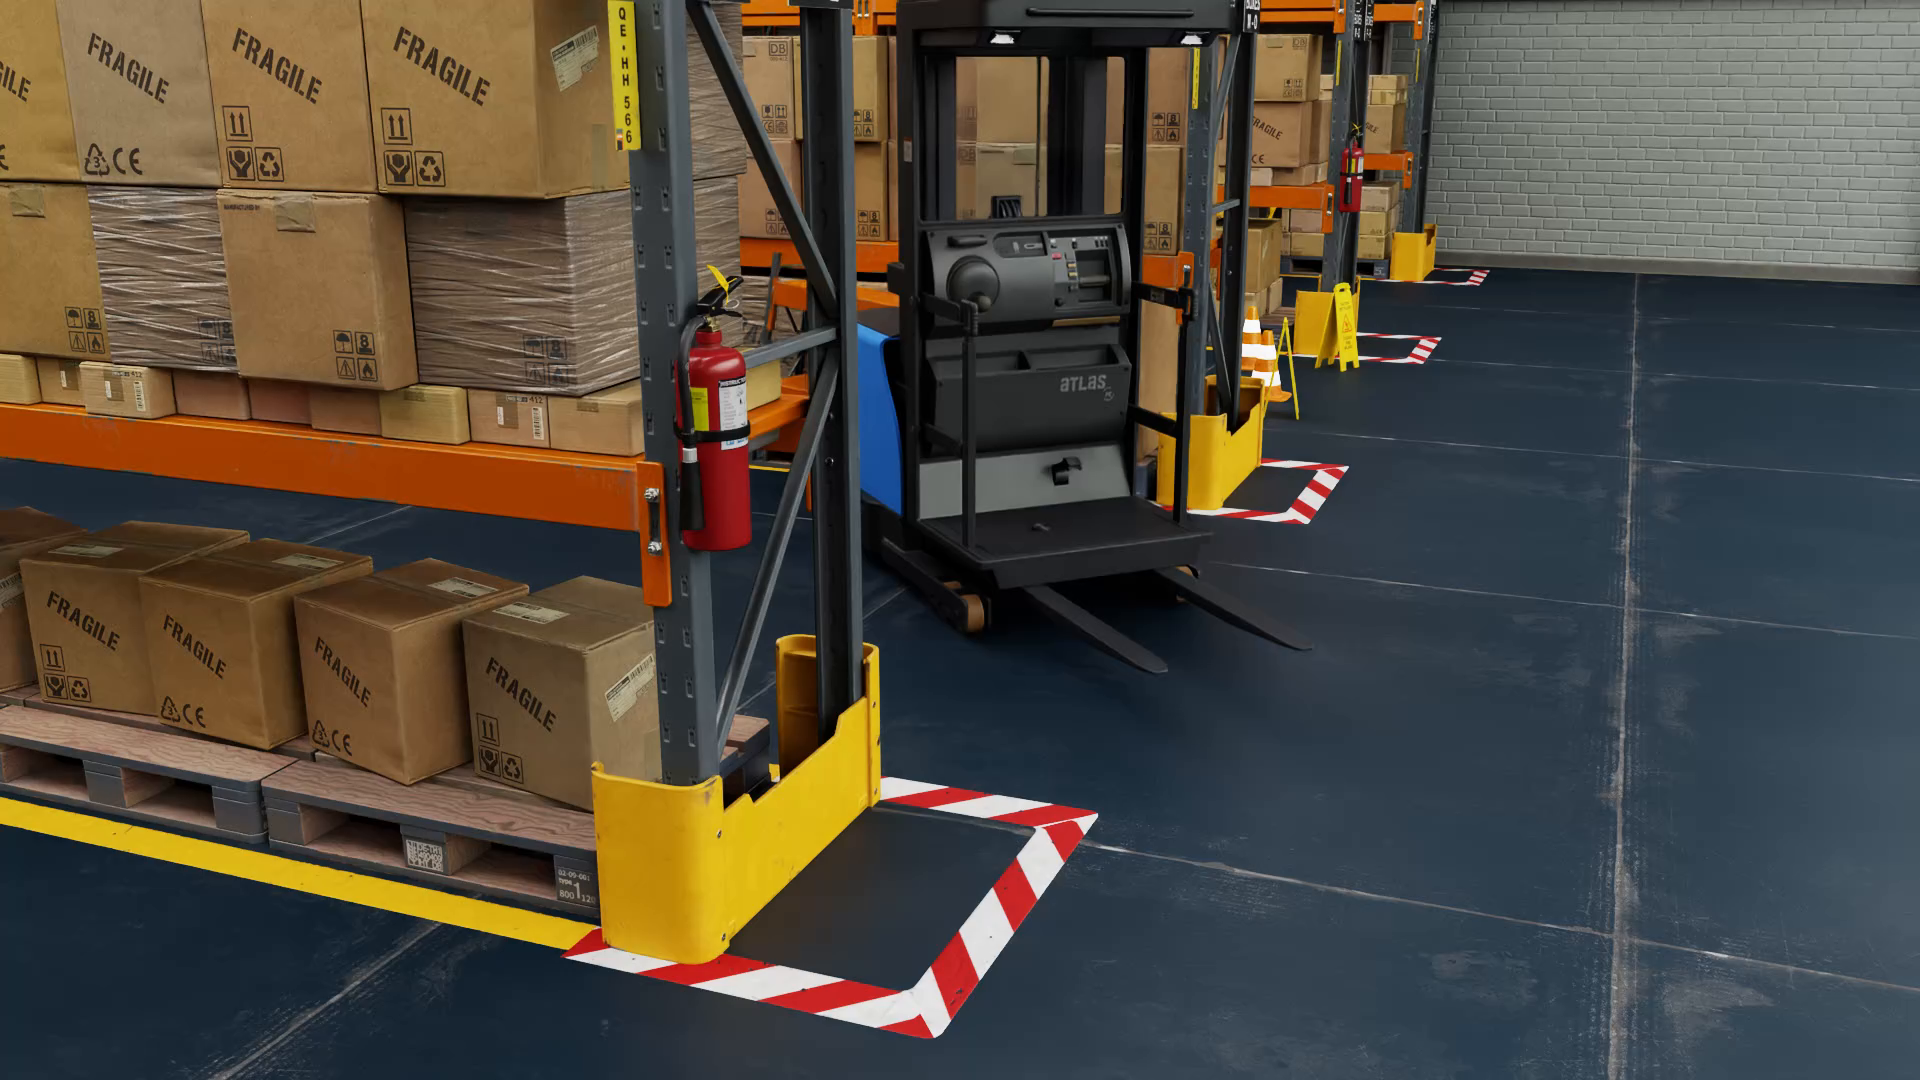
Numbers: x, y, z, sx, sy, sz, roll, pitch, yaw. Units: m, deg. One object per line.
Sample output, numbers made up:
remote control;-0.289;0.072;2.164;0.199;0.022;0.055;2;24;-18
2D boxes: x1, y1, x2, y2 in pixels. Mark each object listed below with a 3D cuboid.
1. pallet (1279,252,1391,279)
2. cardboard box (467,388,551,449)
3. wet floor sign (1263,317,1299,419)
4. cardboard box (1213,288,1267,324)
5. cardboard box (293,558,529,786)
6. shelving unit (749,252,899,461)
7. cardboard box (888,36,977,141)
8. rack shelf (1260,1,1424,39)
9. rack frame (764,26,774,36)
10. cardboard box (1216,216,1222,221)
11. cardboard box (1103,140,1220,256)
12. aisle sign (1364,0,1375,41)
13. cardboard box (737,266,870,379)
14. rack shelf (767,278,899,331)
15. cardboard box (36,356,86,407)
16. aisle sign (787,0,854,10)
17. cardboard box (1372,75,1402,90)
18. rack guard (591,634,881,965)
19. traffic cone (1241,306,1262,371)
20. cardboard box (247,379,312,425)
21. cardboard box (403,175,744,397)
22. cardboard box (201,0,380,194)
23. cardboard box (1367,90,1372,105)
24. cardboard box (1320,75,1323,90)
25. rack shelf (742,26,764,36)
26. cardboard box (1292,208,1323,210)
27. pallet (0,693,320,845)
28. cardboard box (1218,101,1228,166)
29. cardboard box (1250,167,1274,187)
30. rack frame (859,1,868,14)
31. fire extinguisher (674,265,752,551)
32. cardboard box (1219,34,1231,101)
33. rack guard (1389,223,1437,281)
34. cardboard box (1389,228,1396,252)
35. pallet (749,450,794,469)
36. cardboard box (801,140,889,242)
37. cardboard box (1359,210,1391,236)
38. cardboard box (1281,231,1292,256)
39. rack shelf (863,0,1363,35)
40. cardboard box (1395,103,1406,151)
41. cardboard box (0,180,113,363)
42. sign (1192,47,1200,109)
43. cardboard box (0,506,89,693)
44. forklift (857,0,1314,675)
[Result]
pallet;4.189;-3.072;18.376;1.213;0.211;1.003;6;17;21
cardboard box;-1.111;-0.366;4.506;0.250;0.149;0.380;6;17;21
wet floor sign;2.129;-1.142;10.949;0.232;0.644;0.267;3;17;11
cardboard box;2.225;-1.953;13.698;0.500;0.250;0.500;6;17;20
cardboard box;-1.682;0.393;5.172;0.500;0.500;0.500;12;20;35
shelving unit;-0.496;-0.901;8.942;1.048;1.125;0.538;14;15;18
cardboard box;0.028;-2.525;9.286;0.550;0.550;0.875;6;17;21
rack shelf;3.055;-5.643;18.142;4.000;0.370;1.077;6;17;21
rack frame;-2.526;-5.162;20.575;0.127;3.000;1.000;6;17;21
cardboard box;1.939;-2.506;14.260;0.500;0.500;0.500;6;17;19
cardboard box;1.014;-1.860;8.931;0.550;0.550;0.875;6;17;21
aisle sign;3.269;-4.378;13.213;0.004;0.787;0.394;6;17;21
cardboard box;-0.946;-1.179;9.911;0.875;0.875;0.875;6;17;21
rack shelf;-0.452;-1.181;8.869;1.000;0.278;0.538;14;15;18
cardboard box;-2.520;-0.511;5.003;0.250;0.149;0.380;6;17;21
aisle sign;-0.370;-1.806;4.350;0.004;0.787;0.394;6;17;21
cardboard box;4.505;-4.828;17.548;0.250;0.149;0.380;6;17;21
rack guard;-0.609;0.707;4.842;0.348;0.500;1.175;6;17;21
traffic cone;2.225;-1.547;12.673;0.334;0.463;0.336;6;17;21
cardboard box;-1.807;-0.445;4.775;0.250;0.149;0.380;6;17;21
cardboard box;-1.040;-0.740;4.630;0.500;0.500;0.875;6;17;21
cardboard box;-1.608;-1.199;4.416;0.500;0.500;0.500;6;17;21
cardboard box;4.242;-4.684;17.587;0.250;0.149;0.380;7;17;22
cardboard box;3.807;-4.910;17.829;0.250;0.149;0.380;6;17;21
rack shelf;-4.387;-6.462;20.961;4.000;0.370;1.077;6;17;21
cardboard box;3.896;-3.722;17.999;0.500;0.250;0.500;7;17;22
pallet;-2.483;0.628;5.631;1.213;0.211;1.003;6;17;21
cardboard box;2.028;-3.283;13.390;0.500;0.500;0.500;6;17;21
cardboard box;2.395;-2.915;13.286;0.250;0.149;0.380;6;17;20
rack frame;-0.623;-3.465;14.729;0.127;3.000;1.000;6;17;21
fire extinguisher;-0.601;-0.317;4.025;0.183;0.674;0.296;6;17;21
cardboard box;2.075;-3.776;13.295;0.500;0.500;0.700;6;17;21
rack guard;4.938;-3.141;18.096;0.348;0.500;1.175;6;17;21
cardboard box;4.531;-3.326;18.428;0.500;0.250;0.500;6;17;21
pallet;-0.528;-0.609;9.894;1.213;0.211;1.003;6;17;21
cardboard box;-0.489;-2.044;9.565;0.500;0.550;0.875;6;17;21
cardboard box;4.348;-3.434;17.903;0.500;0.250;0.500;6;17;20
cardboard box;3.442;-3.298;18.332;0.500;0.250;0.500;6;17;21
rack shelf;1.238;-4.356;13.707;4.000;0.370;1.077;6;17;21
cardboard box;4.557;-4.514;18.164;0.500;0.500;0.500;7;18;22
cardboard box;-2.459;-0.877;5.100;0.500;0.500;0.875;6;17;21
sign;1.164;-2.292;8.188;0.005;0.325;0.100;6;17;21
cardboard box;-3.366;0.212;5.794;0.500;0.500;0.500;13;21;38
forklift;0.386;-1.155;6.896;1.130;2.935;3.031;-7;18;-22
